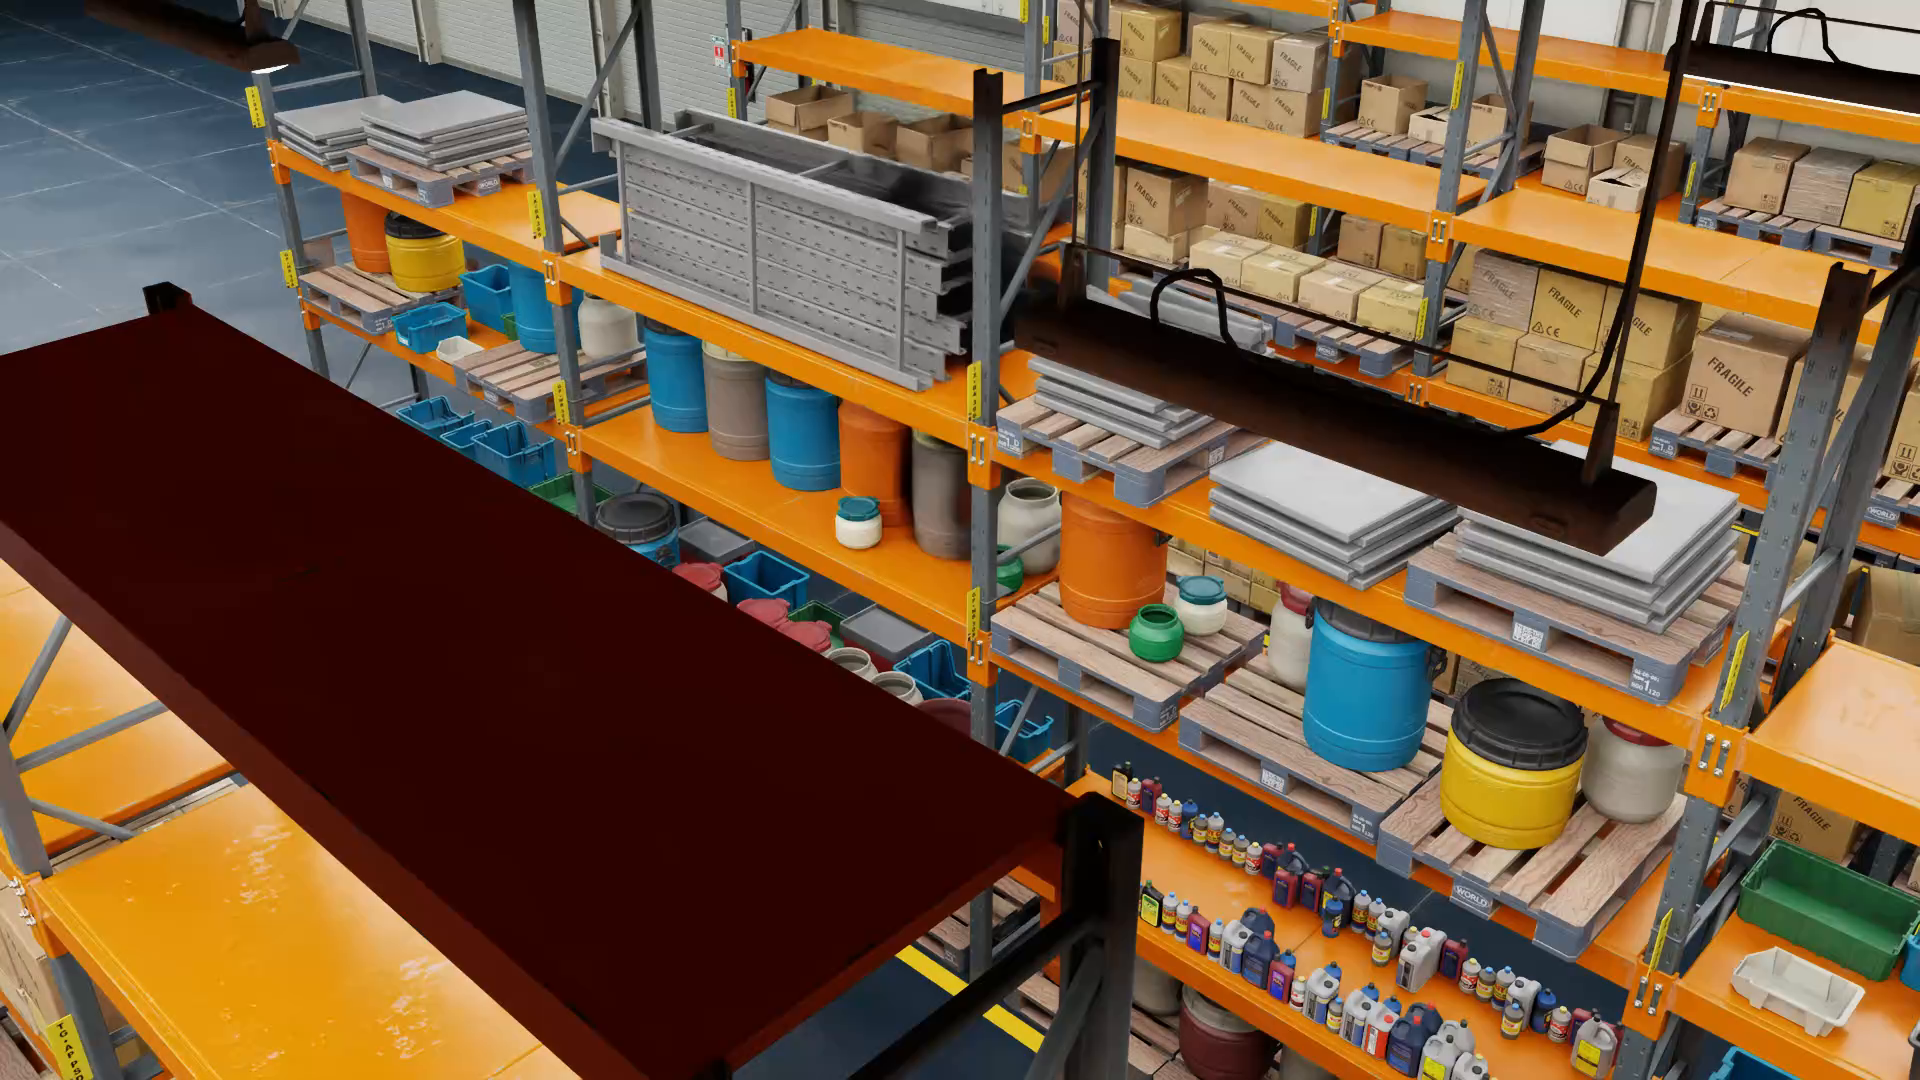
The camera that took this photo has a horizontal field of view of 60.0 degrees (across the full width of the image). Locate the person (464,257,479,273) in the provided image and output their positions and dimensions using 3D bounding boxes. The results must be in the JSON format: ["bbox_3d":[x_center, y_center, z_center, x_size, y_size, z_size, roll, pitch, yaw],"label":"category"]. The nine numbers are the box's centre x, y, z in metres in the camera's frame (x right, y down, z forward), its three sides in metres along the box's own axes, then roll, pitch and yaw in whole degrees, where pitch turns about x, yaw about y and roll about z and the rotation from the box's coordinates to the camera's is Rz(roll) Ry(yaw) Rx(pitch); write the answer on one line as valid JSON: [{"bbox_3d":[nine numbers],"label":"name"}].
[{"bbox_3d":[-5.372,-2.415,18.819,0.786,1.638,0.591,-12,32,-21],"label":"person"}]
